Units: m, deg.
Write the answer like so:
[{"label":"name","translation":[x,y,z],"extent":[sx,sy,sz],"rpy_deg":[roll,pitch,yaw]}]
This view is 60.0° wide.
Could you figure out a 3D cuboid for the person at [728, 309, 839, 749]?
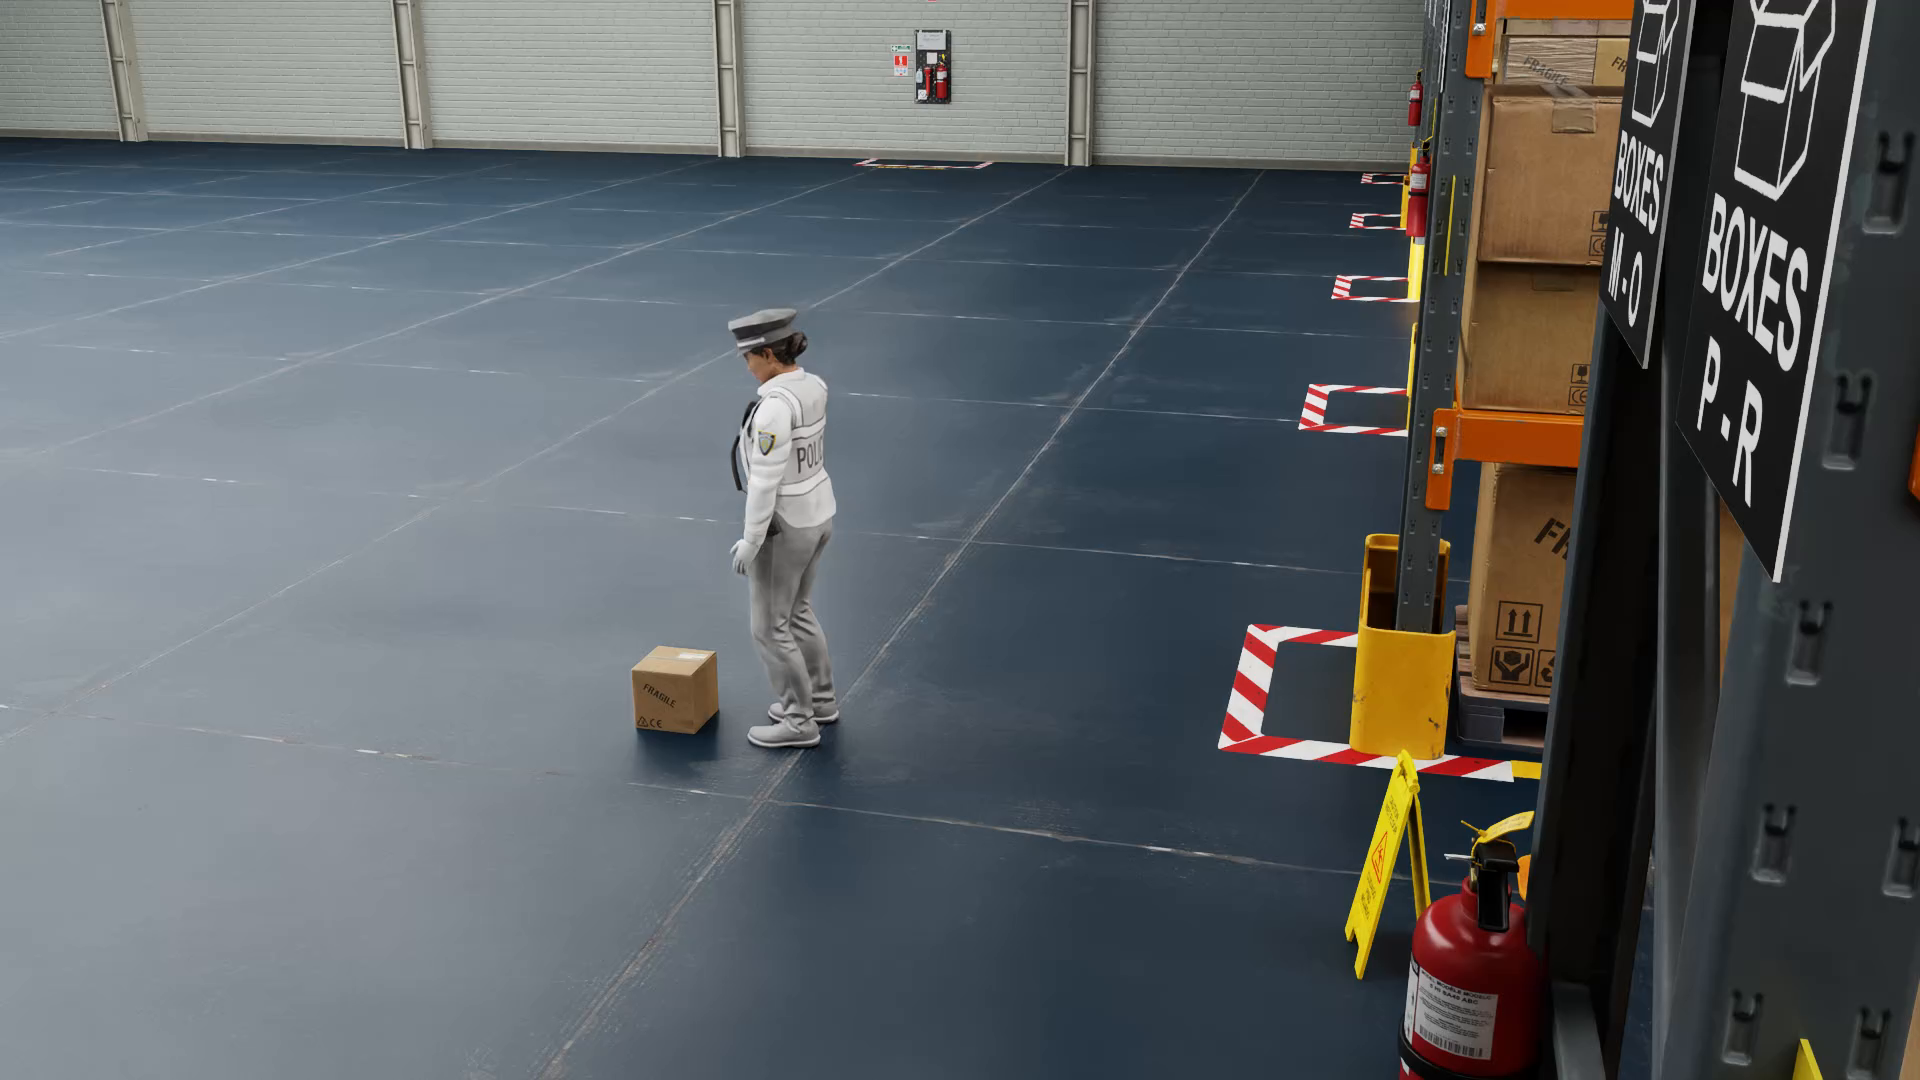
[{"label":"person","translation":[-0.654,-0.030,6.174],"extent":[0.352,1.657,0.479],"rpy_deg":[5,19,15]}]
